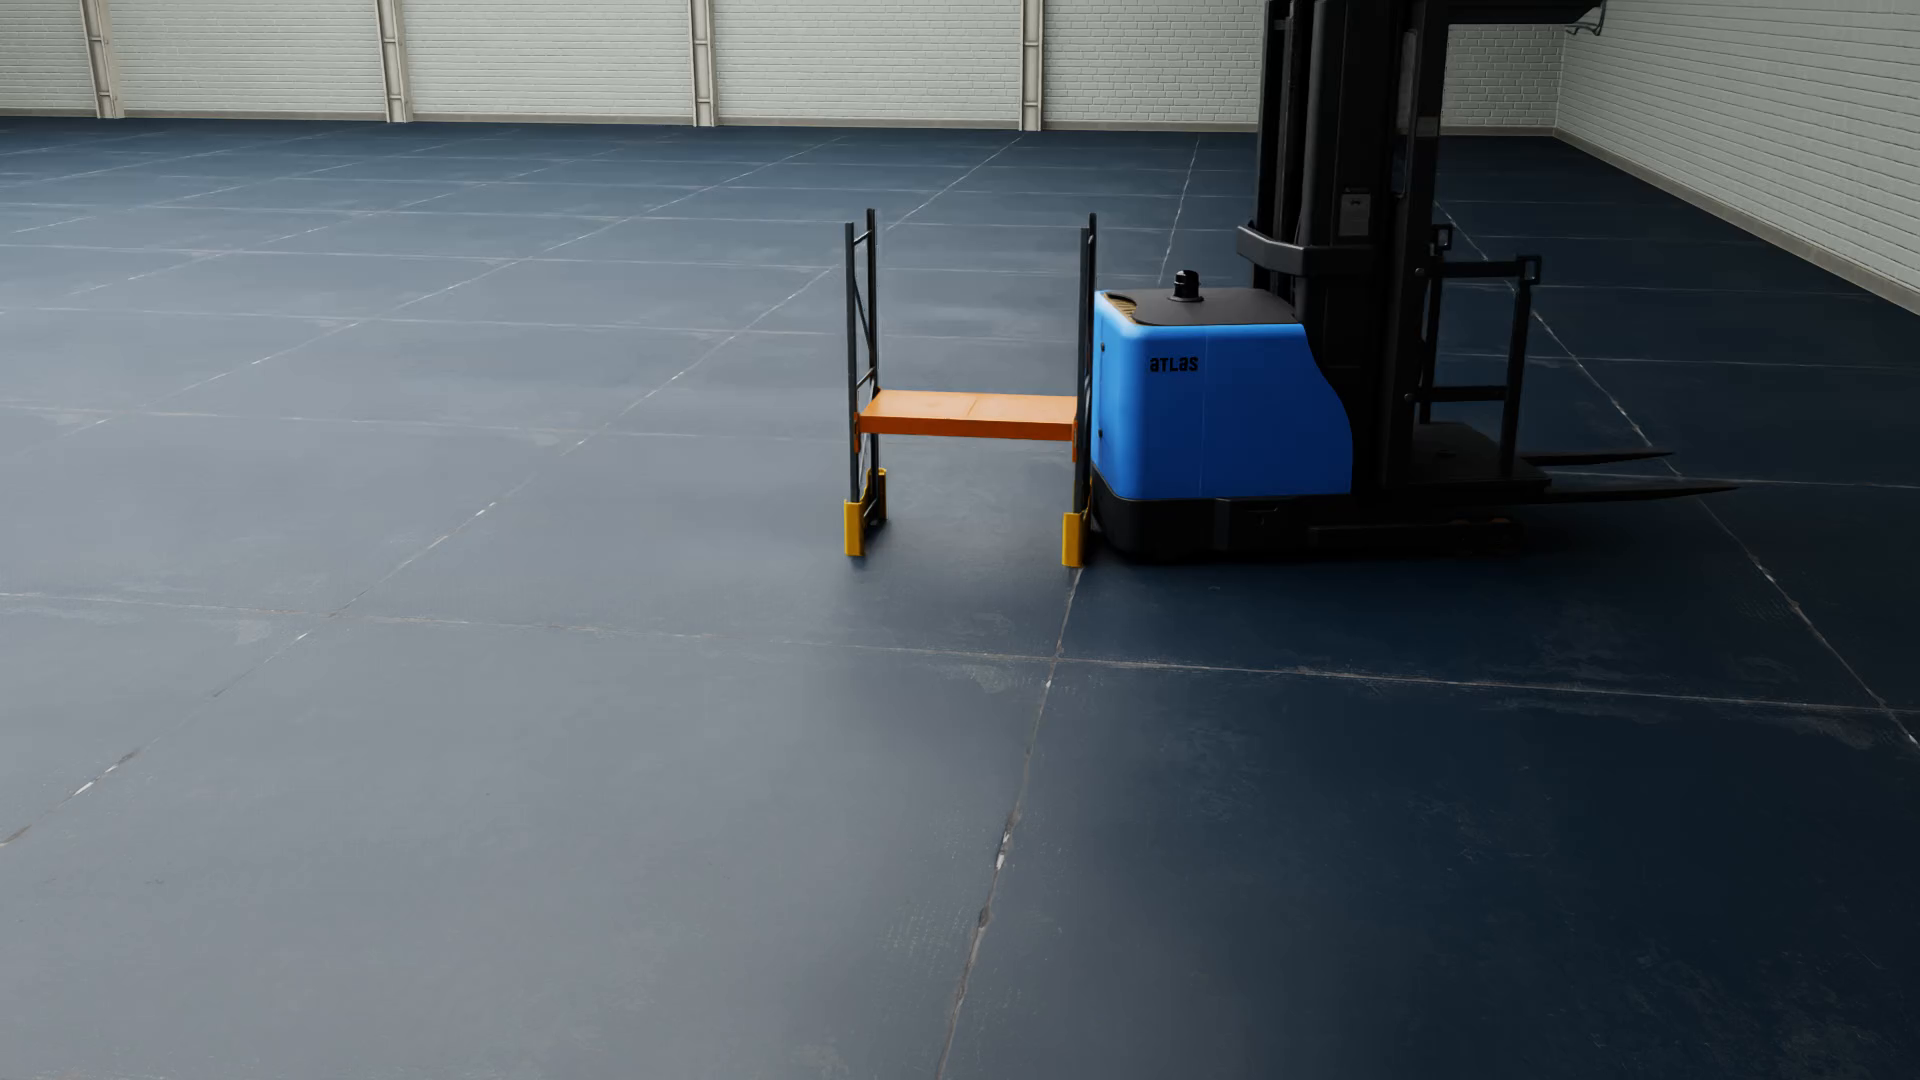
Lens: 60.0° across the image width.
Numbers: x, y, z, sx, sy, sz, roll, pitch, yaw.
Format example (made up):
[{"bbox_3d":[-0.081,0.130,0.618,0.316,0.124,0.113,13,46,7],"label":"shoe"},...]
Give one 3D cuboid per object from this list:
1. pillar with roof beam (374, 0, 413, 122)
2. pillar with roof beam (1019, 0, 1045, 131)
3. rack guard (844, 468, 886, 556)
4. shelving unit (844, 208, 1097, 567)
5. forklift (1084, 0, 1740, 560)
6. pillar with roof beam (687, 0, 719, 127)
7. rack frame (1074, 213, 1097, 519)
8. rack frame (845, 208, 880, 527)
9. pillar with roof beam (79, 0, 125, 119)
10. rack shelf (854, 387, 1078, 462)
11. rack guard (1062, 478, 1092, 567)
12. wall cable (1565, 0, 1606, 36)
[{"bbox_3d":[-11.267,-10.833,25.998,0.400,9.000,9.100,3,19,9],"label":"pillar with roof beam"},{"bbox_3d":[0.581,-10.229,24.193,0.400,9.000,9.100,3,19,9],"label":"pillar with roof beam"},{"bbox_3d":[-0.441,-0.137,7.819,0.087,0.250,0.587,3,19,8],"label":"rack guard"},{"bbox_3d":[0.051,-0.706,7.548,1.083,1.500,0.587,3,19,8],"label":"shelving unit"},{"bbox_3d":[2.145,-1.481,7.611,3.031,2.935,1.130,-2,19,-6],"label":"forklift"},{"bbox_3d":[-5.343,-10.531,25.096,0.400,9.000,9.100,3,19,9],"label":"pillar with roof beam"},{"bbox_3d":[0.562,-0.680,7.473,0.032,1.500,0.500,3,19,8],"label":"rack frame"},{"bbox_3d":[-0.443,-0.730,7.621,0.032,1.500,0.500,3,19,8],"label":"rack frame"},{"bbox_3d":[-17.191,-11.135,26.901,0.400,9.000,9.100,3,19,9],"label":"pillar with roof beam"},{"bbox_3d":[0.060,-0.535,7.604,1.000,0.185,0.538,3,19,8],"label":"rack shelf"},{"bbox_3d":[0.543,-0.089,7.674,0.087,0.250,0.587,3,19,8],"label":"rack guard"},{"bbox_3d":[9.887,-9.241,26.133,0.112,2.526,3.097,3,19,9],"label":"wall cable"}]
